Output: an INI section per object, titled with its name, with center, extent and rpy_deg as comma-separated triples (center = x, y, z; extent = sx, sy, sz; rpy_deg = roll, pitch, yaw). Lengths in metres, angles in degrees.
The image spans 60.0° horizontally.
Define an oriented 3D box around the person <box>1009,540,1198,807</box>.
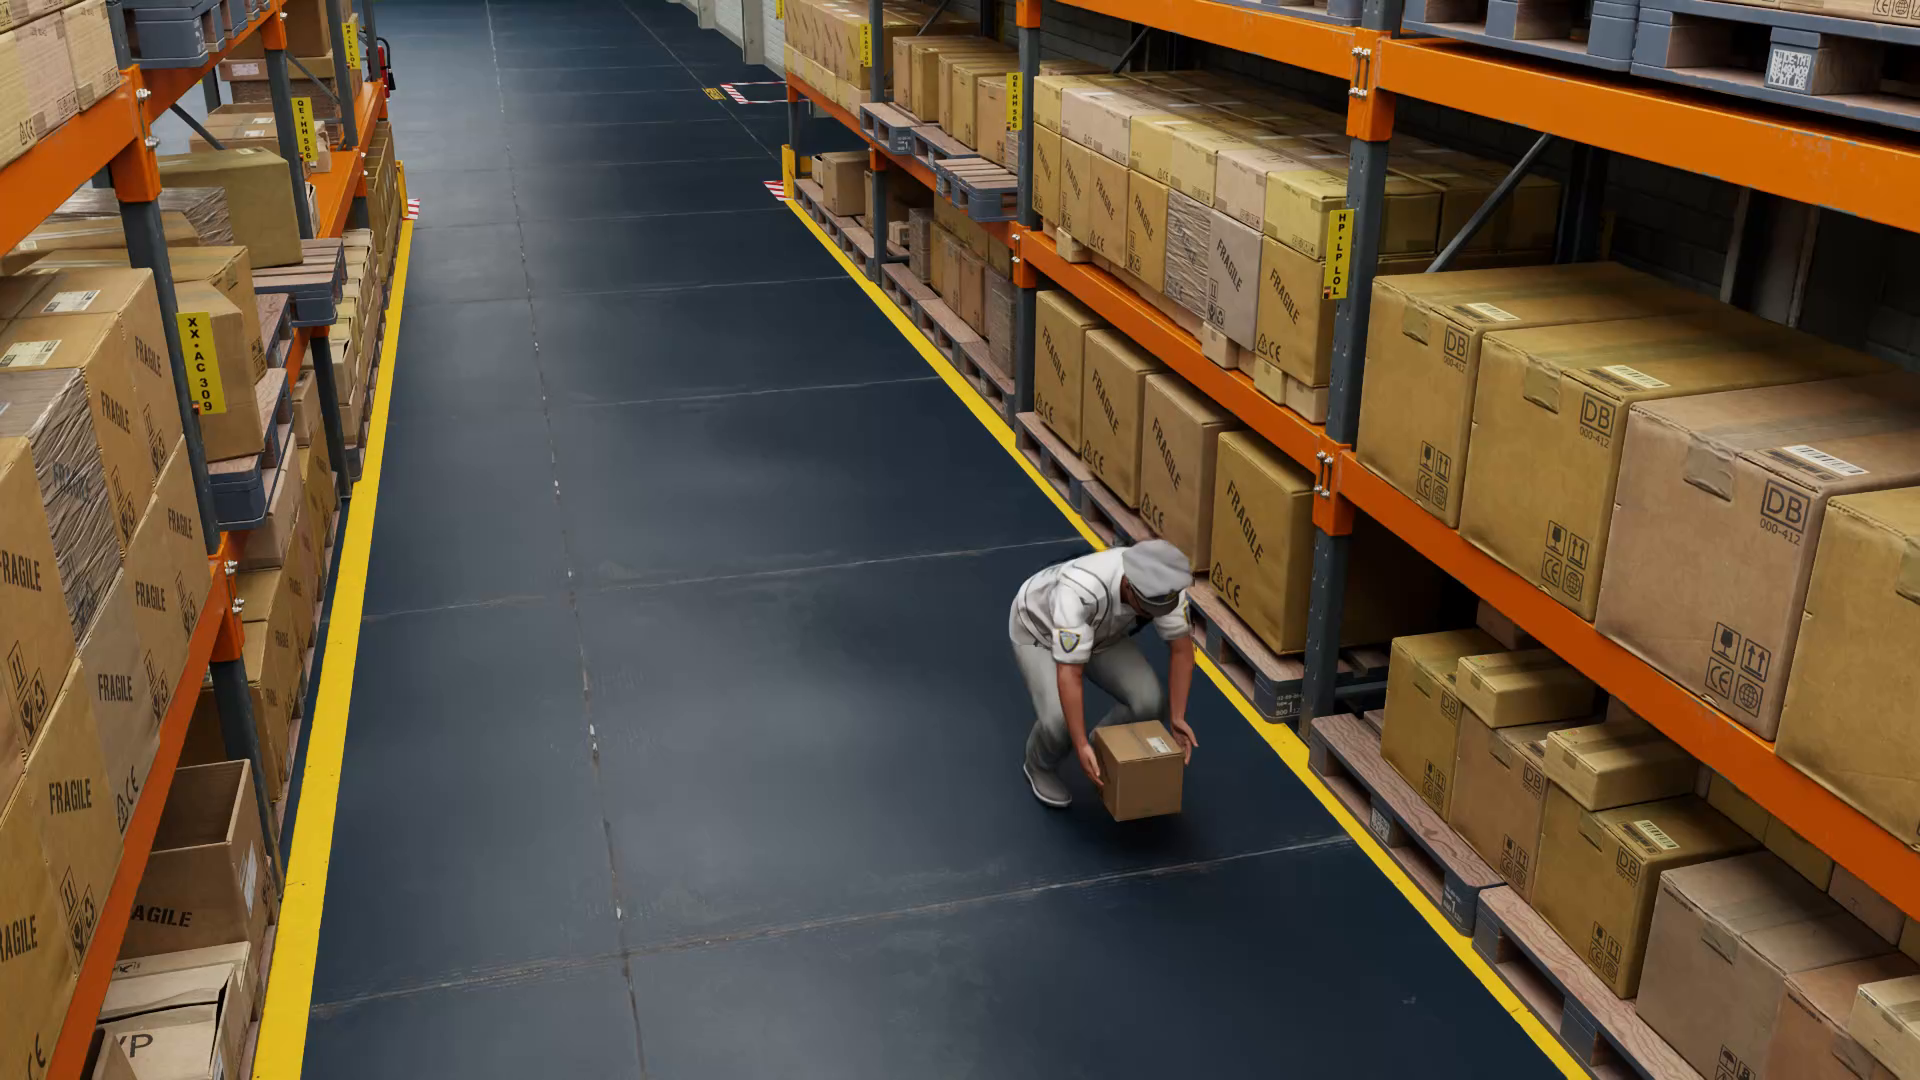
[person]
center = 0.545, 0.455, 6.267
extent = 0.575, 1.165, 0.904
rpy_deg = -9, 24, -19
